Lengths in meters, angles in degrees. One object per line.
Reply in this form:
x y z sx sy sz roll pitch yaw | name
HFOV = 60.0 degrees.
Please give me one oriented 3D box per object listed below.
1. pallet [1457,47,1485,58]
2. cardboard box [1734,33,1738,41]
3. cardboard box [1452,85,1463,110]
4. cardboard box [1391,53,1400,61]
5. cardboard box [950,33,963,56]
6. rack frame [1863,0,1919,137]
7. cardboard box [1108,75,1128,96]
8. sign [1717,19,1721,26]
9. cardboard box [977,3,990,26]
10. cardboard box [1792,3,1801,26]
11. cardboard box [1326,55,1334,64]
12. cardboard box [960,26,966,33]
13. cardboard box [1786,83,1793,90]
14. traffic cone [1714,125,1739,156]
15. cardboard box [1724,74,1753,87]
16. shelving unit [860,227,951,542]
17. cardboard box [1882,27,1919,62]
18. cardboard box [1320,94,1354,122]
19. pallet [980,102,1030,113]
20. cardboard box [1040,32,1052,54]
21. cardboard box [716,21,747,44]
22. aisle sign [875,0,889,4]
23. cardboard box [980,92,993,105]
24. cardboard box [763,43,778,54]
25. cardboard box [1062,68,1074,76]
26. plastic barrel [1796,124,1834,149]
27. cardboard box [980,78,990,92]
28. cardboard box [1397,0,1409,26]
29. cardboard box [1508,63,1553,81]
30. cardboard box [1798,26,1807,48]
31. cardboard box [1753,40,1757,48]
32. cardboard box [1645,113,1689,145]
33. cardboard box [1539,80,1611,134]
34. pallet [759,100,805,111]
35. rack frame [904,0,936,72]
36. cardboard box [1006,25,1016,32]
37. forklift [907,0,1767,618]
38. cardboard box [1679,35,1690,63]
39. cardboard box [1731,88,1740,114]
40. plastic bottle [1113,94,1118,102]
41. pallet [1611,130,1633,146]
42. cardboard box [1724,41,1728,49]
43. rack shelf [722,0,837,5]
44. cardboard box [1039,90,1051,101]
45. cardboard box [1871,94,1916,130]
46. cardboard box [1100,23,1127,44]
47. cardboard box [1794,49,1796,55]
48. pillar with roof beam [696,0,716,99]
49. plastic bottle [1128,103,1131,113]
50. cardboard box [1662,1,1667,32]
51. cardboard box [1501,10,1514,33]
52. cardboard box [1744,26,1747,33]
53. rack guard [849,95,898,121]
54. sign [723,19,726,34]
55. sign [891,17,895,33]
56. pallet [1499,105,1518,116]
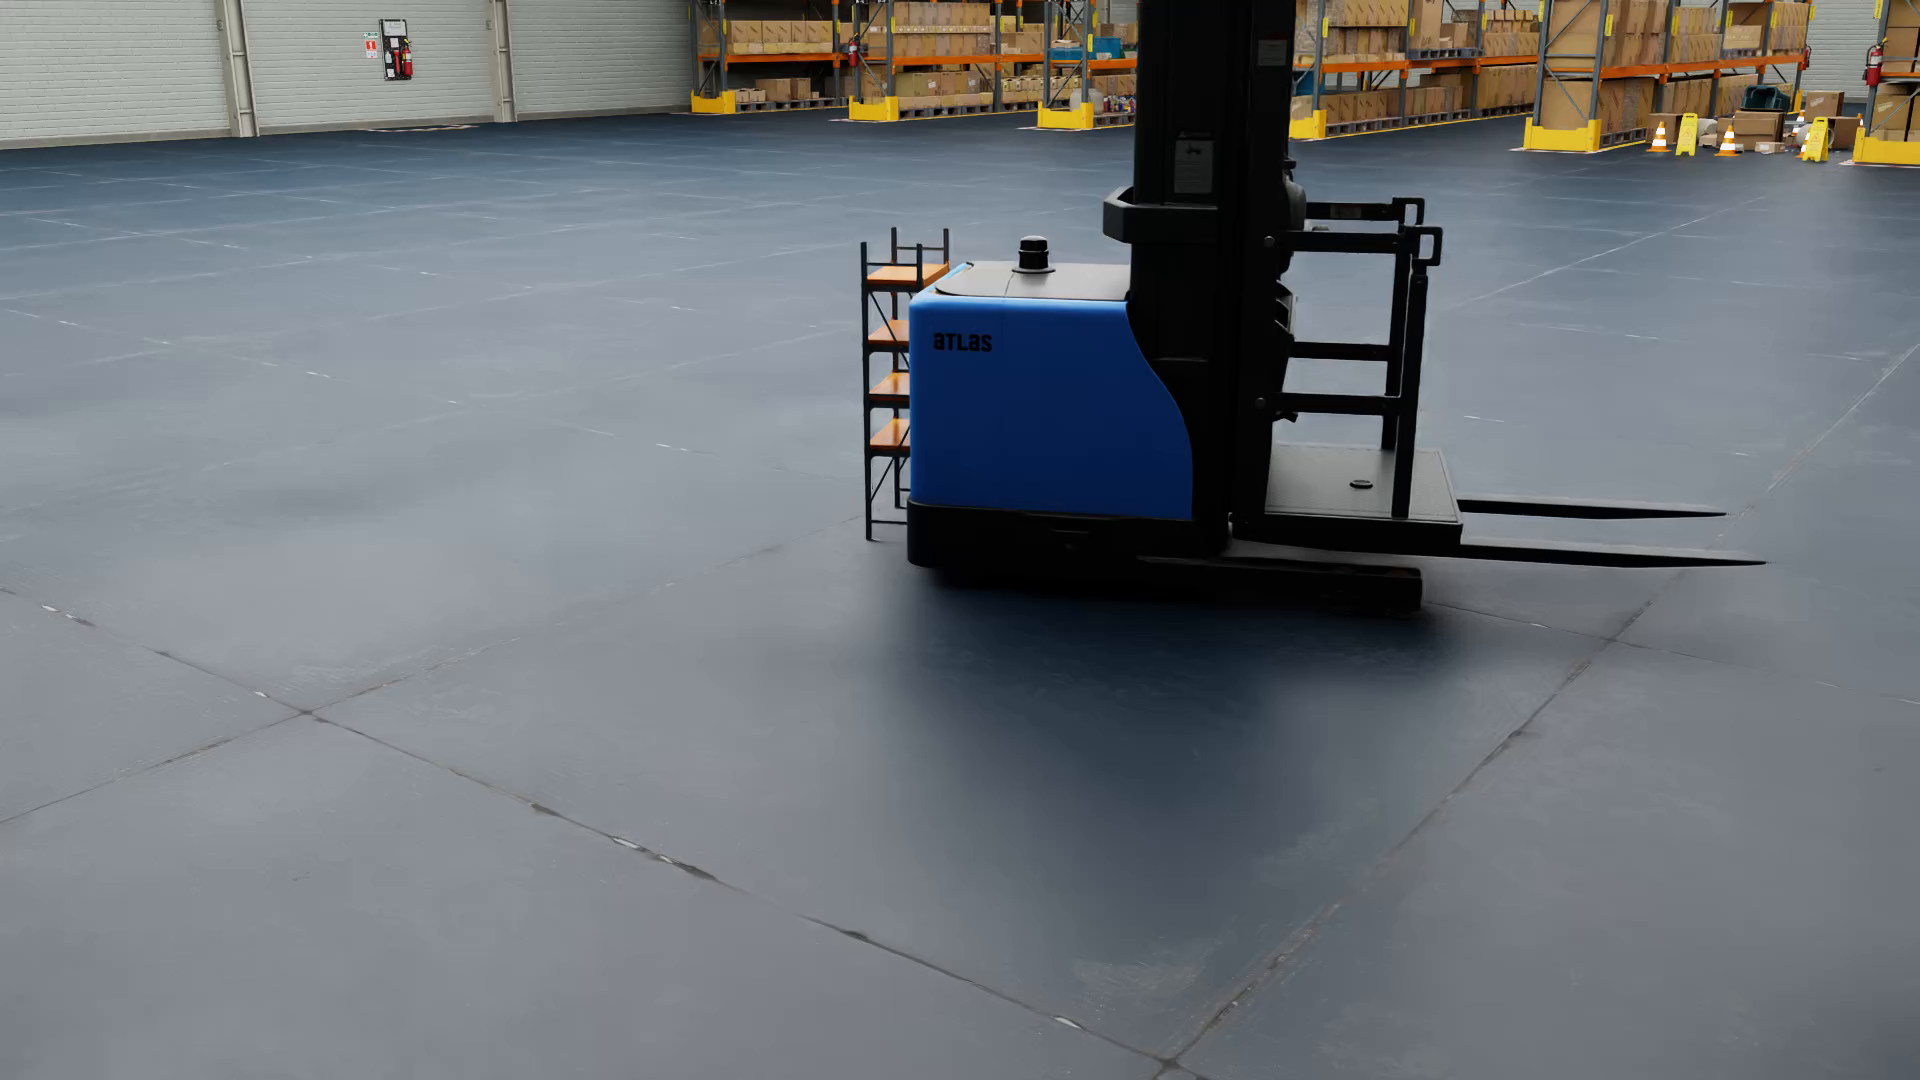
10.517 -10.468 35.719 1.213 0.211 1.003 12 21 35 | pallet
15.844 -10.399 34.385 0.380 0.149 0.250 12 21 35 | cardboard box
10.473 -9.602 36.078 0.700 0.500 0.500 11 20 32 | cardboard box
8.424 -9.515 32.749 0.380 0.149 0.250 12 21 35 | cardboard box
-0.351 -11.243 37.720 0.700 0.500 0.500 13 21 35 | cardboard box
14.049 -7.092 24.523 1.000 3.000 0.127 12 21 35 | rack frame
4.014 -11.818 43.216 0.500 0.500 0.500 12 21 34 | cardboard box
16.723 -11.308 36.640 0.100 0.325 0.005 12 21 35 | sign
0.260 -12.108 38.319 0.700 0.500 0.500 13 21 35 | cardboard box
18.869 -12.022 38.042 0.500 0.500 0.500 14 22 37 | cardboard box
6.615 -8.805 30.463 0.380 0.149 0.250 12 21 35 | cardboard box
-0.078 -11.560 37.649 0.380 0.149 0.250 12 21 34 | cardboard box
19.434 -10.706 39.256 0.380 0.149 0.250 13 21 35 | cardboard box
12.175 -6.326 26.334 0.336 0.463 0.334 12 21 35 | traffic cone
16.605 -9.823 35.561 0.500 0.250 0.500 14 22 37 | cardboard box
-0.212 -0.635 6.764 0.258 1.200 0.503 3 18 11 | shelving unit
14.151 -7.460 25.037 0.500 0.500 0.500 12 21 34 | cardboard box
7.192 -8.290 31.887 0.500 0.500 0.500 15 23 40 | cardboard box
0.927 -10.398 39.871 1.003 0.211 1.213 12 21 35 | pallet
1.916 -12.145 40.627 0.500 0.500 0.500 11 20 32 | cardboard box
-5.319 -11.826 38.721 0.500 0.500 0.500 12 21 35 | cardboard box
-1.657 -11.766 35.192 0.394 0.787 0.004 12 21 35 | aisle sign
0.419 -10.285 38.735 0.500 0.250 0.500 12 21 35 | cardboard box
-4.692 -11.713 39.624 0.500 0.250 0.500 12 21 34 | cardboard box
3.054 -13.983 50.220 0.700 0.500 0.500 12 21 35 | cardboard box
14.063 -6.621 27.351 0.421 0.421 0.512 -4 18 -13 | plastic barrel
0.531 -10.849 39.606 0.500 0.311 0.500 12 21 35 | cardboard box
8.426 -10.307 32.521 0.500 0.500 0.500 12 21 35 | cardboard box
13.697 -11.030 40.079 0.875 0.875 0.875 12 21 35 | cardboard box
19.485 -11.791 38.984 0.500 0.500 0.500 13 21 36 | cardboard box
16.931 -10.690 35.824 0.380 0.149 0.250 13 21 35 | cardboard box
12.295 -7.152 28.926 0.500 0.500 0.500 -16 23 -41 | cardboard box
10.364 -7.302 28.073 0.875 0.875 0.875 13 21 35 | cardboard box
-4.559 -10.632 40.624 1.003 0.211 1.213 12 21 35 | pallet
-1.078 -13.374 44.754 1.000 3.000 0.127 12 21 35 | rack frame
1.233 -14.372 47.262 0.500 0.500 0.500 12 21 34 | cardboard box
1.371 -1.296 5.977 3.031 2.935 1.130 3 18 11 | forklift
13.226 -9.141 30.953 0.500 0.500 0.500 13 21 35 | cardboard box
16.005 -9.222 34.888 0.500 0.500 0.500 12 21 33 | cardboard box
3.315 -9.351 35.522 0.144 0.351 0.185 12 21 34 | plastic bottle
11.154 -7.104 29.265 1.003 0.211 1.213 12 21 35 | pallet
15.368 -10.063 33.807 0.380 0.149 0.250 14 22 37 | cardboard box
-4.653 -13.034 39.814 1.077 0.370 4.000 12 21 35 | rack shelf
1.875 -10.853 40.563 0.500 0.250 0.500 13 21 36 | cardboard box
14.316 -6.574 25.520 0.500 0.500 0.500 13 21 35 | cardboard box
3.886 -13.102 43.001 0.500 0.500 0.700 -15 23 -40 | cardboard box
19.263 -11.391 38.790 0.380 0.149 0.250 12 21 34 | cardboard box
-2.665 -13.893 36.308 9.100 9.000 0.400 12 21 35 | pillar with roof beam
3.504 -8.993 34.623 0.097 0.201 0.097 0 17 0 | plastic bottle
12.149 -9.401 29.884 0.875 0.550 0.550 12 21 35 | cardboard box
12.090 -11.762 37.702 0.797 0.503 0.637 13 22 36 | cardboard box
16.303 -10.725 34.935 0.380 0.149 0.250 11 21 32 | cardboard box
-1.878 -9.395 36.154 1.175 0.500 0.348 12 21 35 | rack guard
-5.409 -11.786 38.181 0.100 0.325 0.005 12 21 35 | sign
-1.422 -10.946 35.341 0.100 0.325 0.005 12 21 35 | sign
12.114 -9.881 38.205 1.003 0.211 1.213 12 21 35 | pallet
